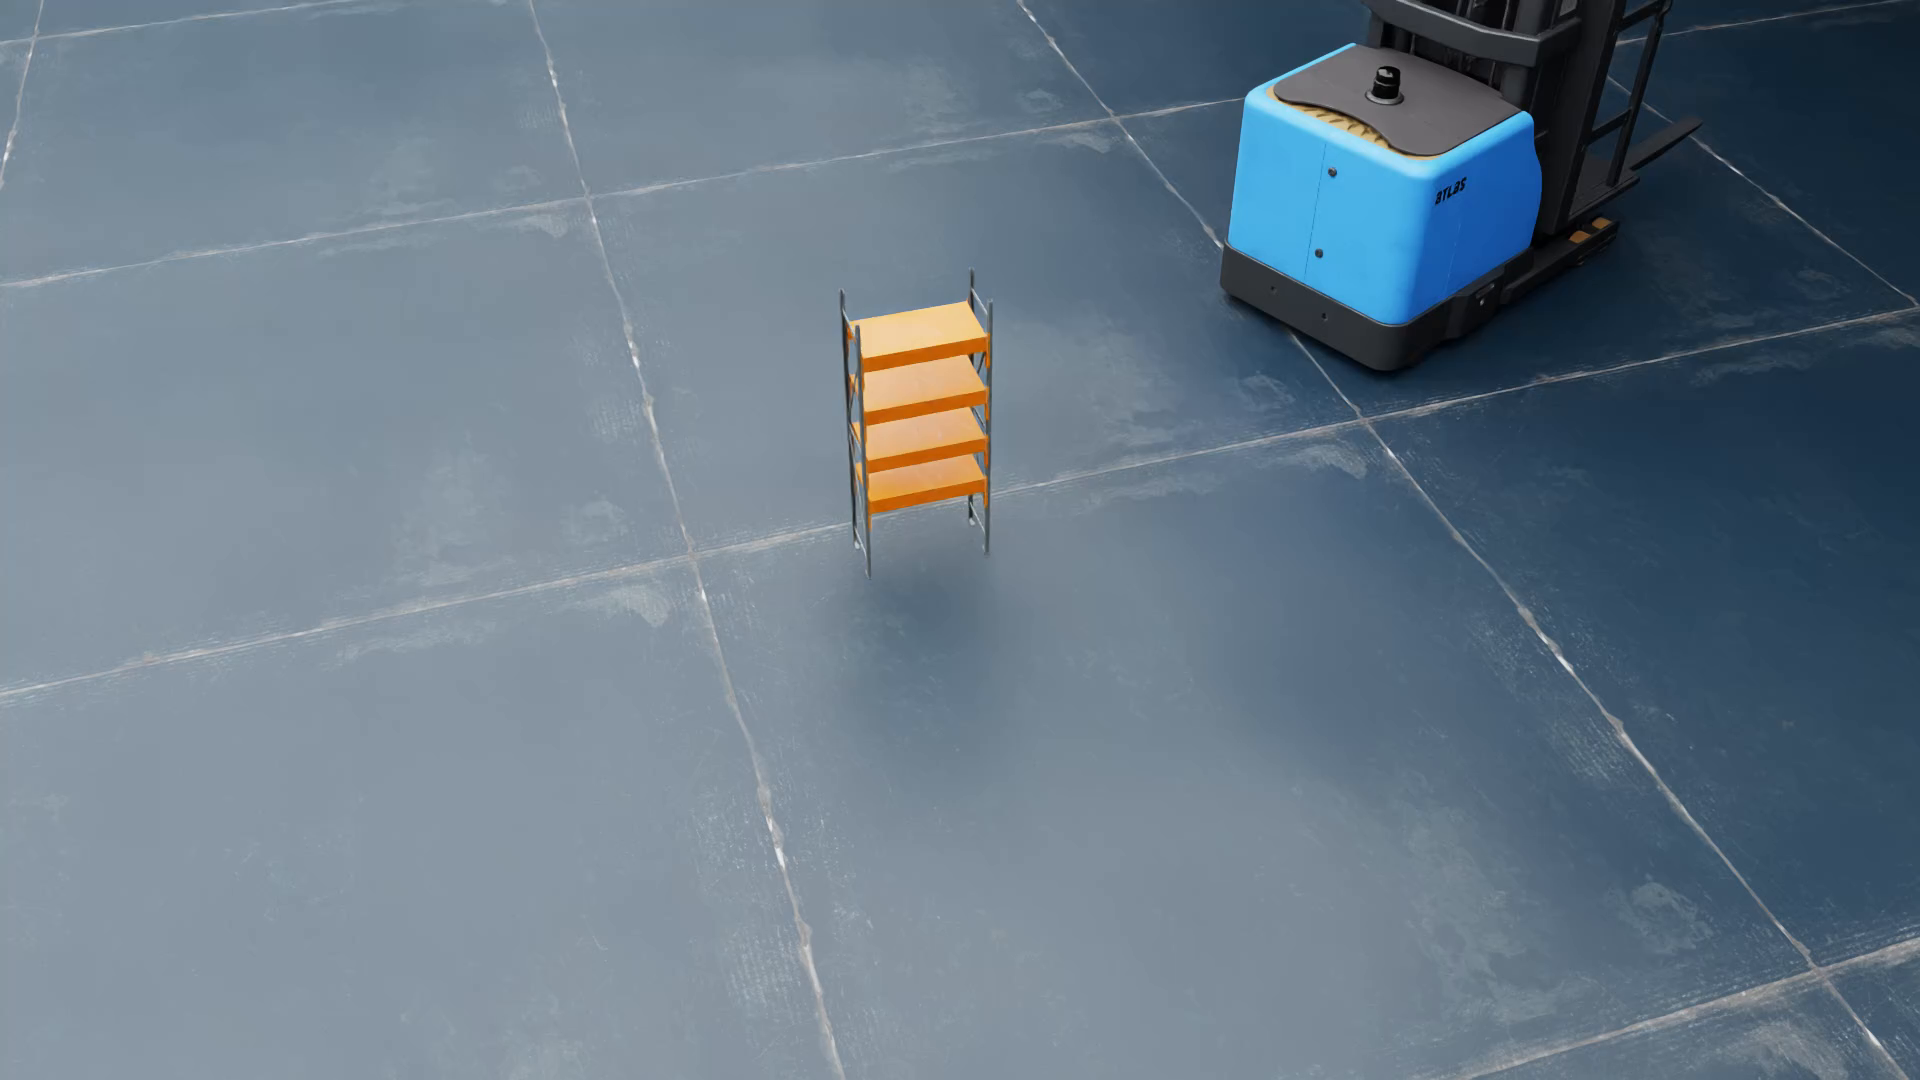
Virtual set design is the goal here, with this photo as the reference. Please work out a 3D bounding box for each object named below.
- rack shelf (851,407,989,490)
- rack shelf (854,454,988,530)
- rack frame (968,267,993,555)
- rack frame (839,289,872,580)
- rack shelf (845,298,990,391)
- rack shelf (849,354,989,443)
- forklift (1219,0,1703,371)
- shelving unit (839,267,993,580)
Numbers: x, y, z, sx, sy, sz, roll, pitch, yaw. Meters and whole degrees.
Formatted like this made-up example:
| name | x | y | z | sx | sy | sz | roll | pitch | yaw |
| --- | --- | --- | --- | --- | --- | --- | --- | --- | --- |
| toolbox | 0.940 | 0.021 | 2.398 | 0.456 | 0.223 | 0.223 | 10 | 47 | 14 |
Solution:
| name | x | y | z | sx | sy | sz | roll | pitch | yaw |
| --- | --- | --- | --- | --- | --- | --- | --- | --- | --- |
| rack shelf | -0.158 | -0.368 | 6.362 | 0.480 | 0.148 | 0.258 | -12 | 42 | -13 |
| rack shelf | -0.158 | -0.219 | 6.493 | 0.480 | 0.148 | 0.258 | -12 | 42 | -13 |
| rack frame | 0.075 | -0.467 | 6.373 | 0.015 | 1.200 | 0.240 | -12 | 42 | -13 |
| rack frame | -0.391 | -0.371 | 6.263 | 0.015 | 1.200 | 0.240 | -12 | 42 | -13 |
| rack shelf | -0.158 | -0.715 | 6.059 | 0.480 | 0.148 | 0.258 | -12 | 42 | -13 |
| rack shelf | -0.158 | -0.537 | 6.215 | 0.480 | 0.148 | 0.258 | -12 | 42 | -13 |
| forklift | 2.688 | -2.709 | 7.623 | 3.031 | 2.935 | 1.130 | -31 | 50 | -30 |
| shelving unit | -0.158 | -0.419 | 6.318 | 0.503 | 1.200 | 0.258 | -12 | 42 | -13 |
